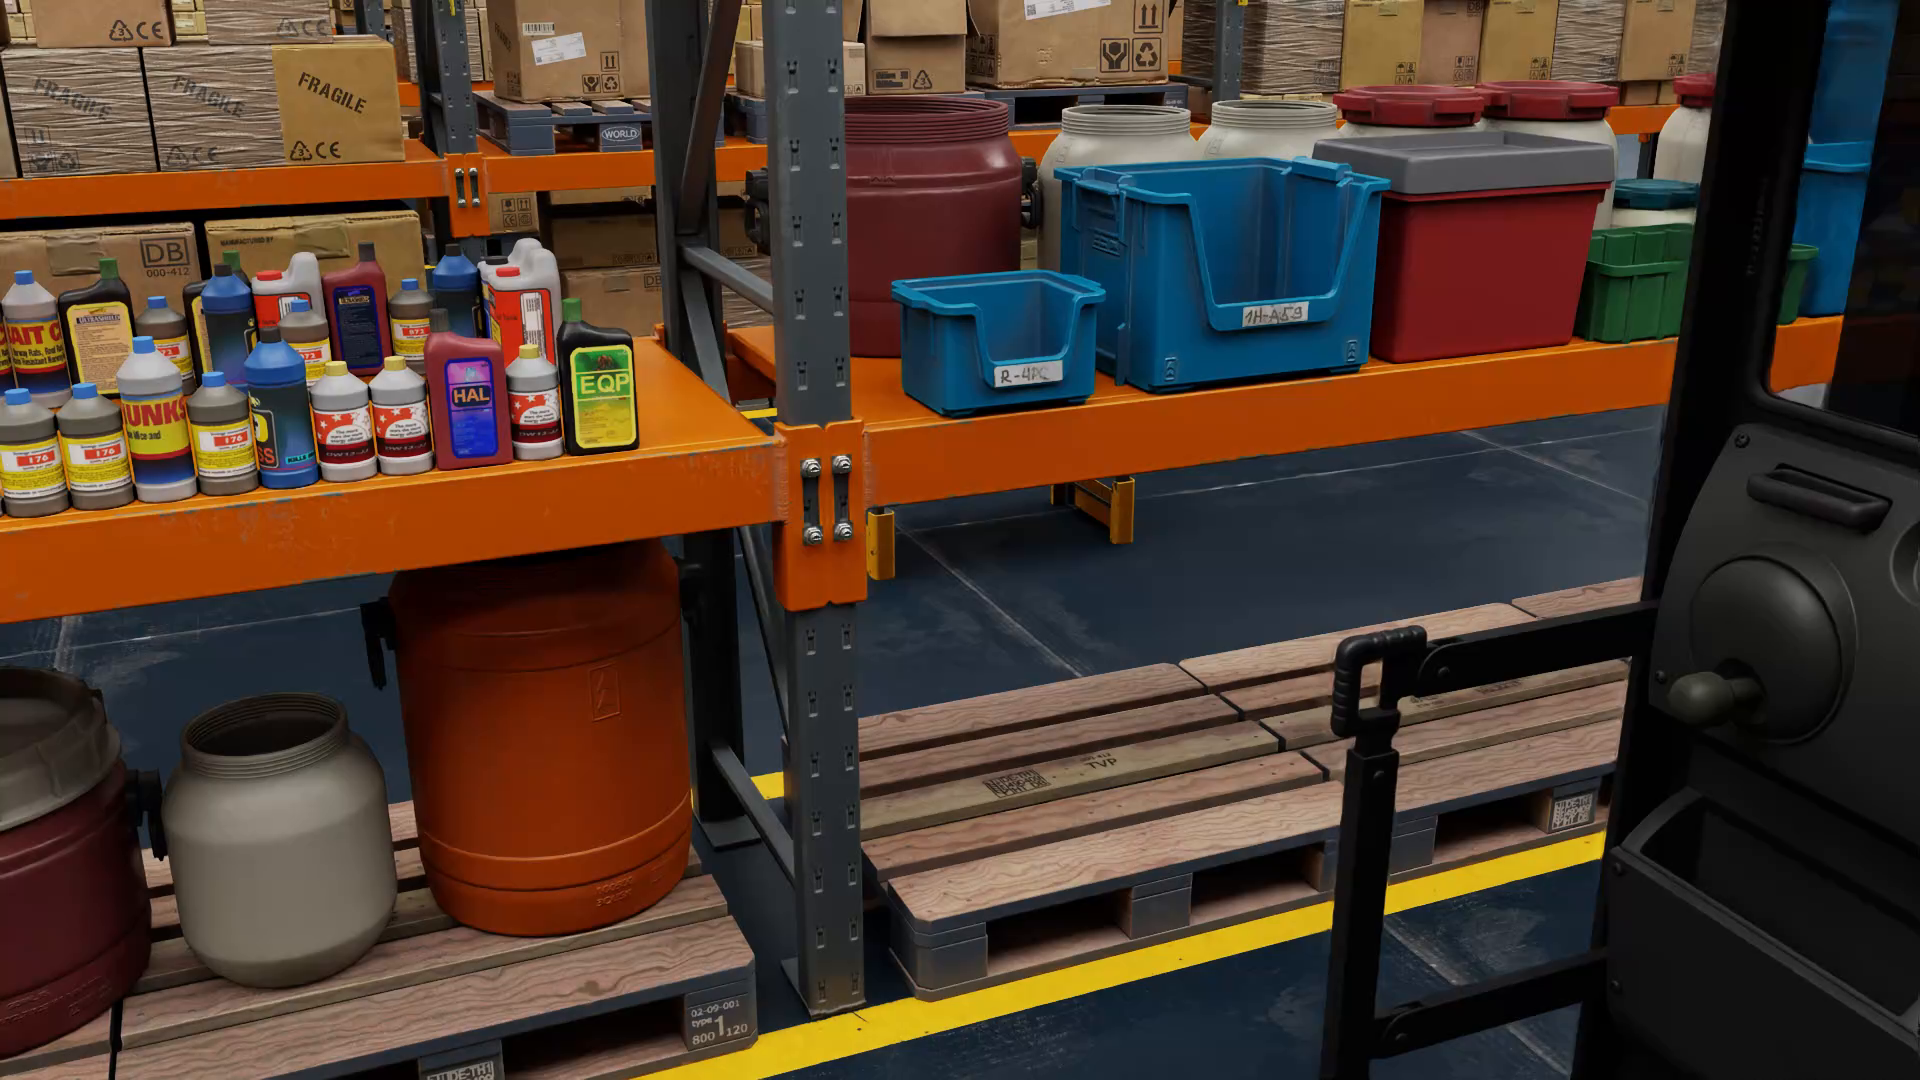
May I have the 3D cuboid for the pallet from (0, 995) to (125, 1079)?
[{"bbox_3d":[-2.286,1.051,3.218,1.213,0.211,1.003,-8,21,-22],"label":"pallet"}]

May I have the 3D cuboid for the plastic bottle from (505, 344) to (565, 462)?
[{"bbox_3d":[-0.775,-0.253,3.023,0.097,0.201,0.097,0,19,0],"label":"plastic bottle"}]

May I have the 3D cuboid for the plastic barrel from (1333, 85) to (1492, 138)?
[{"bbox_3d":[1.177,-0.917,4.407,0.433,0.535,0.433,0,19,0],"label":"plastic barrel"}]

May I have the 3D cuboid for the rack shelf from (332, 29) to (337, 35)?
[{"bbox_3d":[-6.480,-6.509,21.575,4.000,0.370,1.077,-8,21,-22],"label":"rack shelf"}]

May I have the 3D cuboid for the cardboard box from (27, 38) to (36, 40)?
[{"bbox_3d":[-5.993,-3.246,10.971,0.250,0.149,0.380,-9,21,-24],"label":"cardboard box"}]

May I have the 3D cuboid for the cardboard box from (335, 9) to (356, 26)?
[{"bbox_3d":[-5.975,-5.138,16.343,0.250,0.149,0.380,-9,22,-25],"label":"cardboard box"}]

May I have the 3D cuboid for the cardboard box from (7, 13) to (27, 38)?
[{"bbox_3d":[-6.220,-3.355,10.833,0.250,0.149,0.380,-9,21,-23],"label":"cardboard box"}]

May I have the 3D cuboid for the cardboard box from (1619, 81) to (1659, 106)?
[{"bbox_3d":[4.069,-2.774,10.262,0.250,0.149,0.380,-8,21,-22],"label":"cardboard box"}]

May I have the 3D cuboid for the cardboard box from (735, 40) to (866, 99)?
[{"bbox_3d":[-0.792,-2.328,8.210,0.500,0.250,0.500,-9,21,-23],"label":"cardboard box"}]

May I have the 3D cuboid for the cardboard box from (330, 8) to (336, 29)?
[{"bbox_3d":[-7.812,-6.498,20.687,0.500,0.250,0.500,-8,21,-22],"label":"cardboard box"}]

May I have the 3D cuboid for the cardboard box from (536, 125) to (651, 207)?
[{"bbox_3d":[-2.897,-2.881,12.944,0.750,0.750,1.050,-8,21,-21],"label":"cardboard box"}]

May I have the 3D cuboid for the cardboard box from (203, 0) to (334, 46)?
[{"bbox_3d":[-3.099,-2.479,7.385,0.637,0.503,0.797,-7,21,-20],"label":"cardboard box"}]

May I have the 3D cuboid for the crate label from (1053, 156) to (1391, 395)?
[{"bbox_3d":[0.560,-0.604,3.669,0.616,0.435,0.502,-8,21,-22],"label":"crate label"}]

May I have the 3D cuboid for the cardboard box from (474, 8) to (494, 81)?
[{"bbox_3d":[-3.309,-3.667,12.271,0.500,0.500,0.500,-8,21,-22],"label":"cardboard box"}]

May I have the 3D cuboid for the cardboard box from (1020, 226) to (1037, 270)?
[{"bbox_3d":[0.233,-1.473,9.292,0.500,0.500,0.700,-8,21,-22],"label":"cardboard box"}]

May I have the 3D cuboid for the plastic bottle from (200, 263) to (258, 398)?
[{"bbox_3d":[-1.503,-0.434,3.432,0.097,0.271,0.097,0,19,0],"label":"plastic bottle"}]

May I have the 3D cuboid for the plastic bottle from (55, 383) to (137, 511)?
[{"bbox_3d":[-1.434,-0.159,2.755,0.097,0.201,0.097,0,19,0],"label":"plastic bottle"}]

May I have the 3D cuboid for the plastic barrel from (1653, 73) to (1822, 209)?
[{"bbox_3d":[2.248,-1.071,4.842,0.433,0.535,0.433,0,19,0],"label":"plastic barrel"}]

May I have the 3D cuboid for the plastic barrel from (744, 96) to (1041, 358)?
[{"bbox_3d":[-0.154,-0.757,3.951,0.708,0.536,0.600,-8,21,-22],"label":"plastic barrel"}]

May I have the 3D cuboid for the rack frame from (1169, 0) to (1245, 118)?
[{"bbox_3d":[1.251,-2.576,9.322,0.127,3.000,1.000,-8,21,-22],"label":"rack frame"}]

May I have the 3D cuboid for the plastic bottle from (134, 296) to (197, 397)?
[{"bbox_3d":[-1.650,-0.402,3.447,0.097,0.201,0.097,0,19,0],"label":"plastic bottle"}]

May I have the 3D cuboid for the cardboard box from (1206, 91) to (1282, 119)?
[{"bbox_3d":[1.568,-2.394,9.184,0.250,0.149,0.380,-8,21,-22],"label":"cardboard box"}]

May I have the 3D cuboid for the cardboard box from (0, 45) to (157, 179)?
[{"bbox_3d":[-3.712,-1.824,7.034,0.500,0.500,0.500,-9,21,-24],"label":"cardboard box"}]

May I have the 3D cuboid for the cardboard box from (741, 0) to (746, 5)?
[{"bbox_3d":[-2.010,-4.419,12.900,0.500,0.500,0.700,-8,21,-21],"label":"cardboard box"}]

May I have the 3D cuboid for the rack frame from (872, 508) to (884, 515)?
[{"bbox_3d":[-0.388,-0.652,6.115,0.032,1.500,0.500,-8,21,-22],"label":"rack frame"}]

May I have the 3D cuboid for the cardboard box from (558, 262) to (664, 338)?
[{"bbox_3d":[-1.814,-1.173,8.437,0.500,0.500,0.700,-9,21,-25],"label":"cardboard box"}]

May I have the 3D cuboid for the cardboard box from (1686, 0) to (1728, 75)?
[{"bbox_3d":[4.408,-3.226,10.569,0.500,0.500,0.875,-8,21,-22],"label":"cardboard box"}]

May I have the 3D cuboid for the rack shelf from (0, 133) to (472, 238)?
[{"bbox_3d":[-4.258,-1.448,7.200,4.000,0.370,1.077,-8,21,-22],"label":"rack shelf"}]

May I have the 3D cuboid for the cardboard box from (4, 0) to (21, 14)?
[{"bbox_3d":[-6.236,-3.492,10.773,0.250,0.149,0.380,-7,21,-20],"label":"cardboard box"}]

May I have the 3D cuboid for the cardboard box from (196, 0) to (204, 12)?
[{"bbox_3d":[-5.034,-3.665,11.264,0.250,0.149,0.380,-7,21,-20],"label":"cardboard box"}]

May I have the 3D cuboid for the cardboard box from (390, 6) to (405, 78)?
[{"bbox_3d":[-3.986,-3.764,12.545,0.500,0.500,0.500,-8,21,-22],"label":"cardboard box"}]

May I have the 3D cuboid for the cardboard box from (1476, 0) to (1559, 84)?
[{"bbox_3d":[3.057,-3.009,9.952,0.500,0.500,0.875,-8,21,-22],"label":"cardboard box"}]

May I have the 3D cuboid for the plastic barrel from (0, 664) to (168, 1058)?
[{"bbox_3d":[-1.939,0.618,3.249,0.708,0.588,0.600,-8,21,-22],"label":"plastic barrel"}]

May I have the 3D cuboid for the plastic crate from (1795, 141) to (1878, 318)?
[{"bbox_3d":[2.323,-0.818,4.353,0.575,0.384,0.392,-8,21,-22],"label":"plastic crate"}]

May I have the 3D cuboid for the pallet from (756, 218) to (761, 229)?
[{"bbox_3d":[-1.299,-2.662,13.765,1.213,0.211,1.003,-8,21,-22],"label":"pallet"}]

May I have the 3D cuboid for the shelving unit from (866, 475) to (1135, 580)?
[{"bbox_3d":[0.070,-0.717,6.301,1.083,1.500,0.587,-8,21,-22],"label":"shelving unit"}]

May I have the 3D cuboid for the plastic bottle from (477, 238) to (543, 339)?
[{"bbox_3d":[-0.985,-0.523,3.677,0.135,0.276,0.152,-8,21,-22],"label":"plastic bottle"}]

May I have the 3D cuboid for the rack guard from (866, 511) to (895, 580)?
[{"bbox_3d":[-0.387,-0.062,6.323,0.087,0.250,0.587,-8,21,-22],"label":"rack guard"}]

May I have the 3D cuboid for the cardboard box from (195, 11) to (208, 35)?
[{"bbox_3d":[-5.052,-3.521,11.303,0.250,0.149,0.380,-8,21,-21],"label":"cardboard box"}]

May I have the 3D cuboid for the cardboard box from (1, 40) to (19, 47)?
[{"bbox_3d":[-4.377,-1.914,7.291,0.500,0.500,0.500,-8,21,-22],"label":"cardboard box"}]

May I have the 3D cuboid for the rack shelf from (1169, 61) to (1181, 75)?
[{"bbox_3d":[1.216,-4.026,14.522,4.000,0.370,1.077,-8,21,-22],"label":"rack shelf"}]

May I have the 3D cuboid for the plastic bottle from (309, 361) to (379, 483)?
[{"bbox_3d":[-1.077,-0.210,2.900,0.097,0.201,0.097,0,19,0],"label":"plastic bottle"}]

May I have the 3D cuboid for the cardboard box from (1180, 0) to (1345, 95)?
[{"bbox_3d":[1.689,-2.804,9.371,0.500,0.500,0.875,-8,21,-22],"label":"cardboard box"}]

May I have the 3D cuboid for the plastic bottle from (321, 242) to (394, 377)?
[{"bbox_3d":[-1.305,-0.497,3.592,0.133,0.283,0.061,-8,21,-22],"label":"plastic bottle"}]

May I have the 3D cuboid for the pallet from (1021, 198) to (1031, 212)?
[{"bbox_3d":[0.109,-2.863,14.335,1.213,0.211,1.003,-8,21,-22],"label":"pallet"}]

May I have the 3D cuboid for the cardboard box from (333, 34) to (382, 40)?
[{"bbox_3d":[-2.976,-2.116,7.865,0.500,0.500,0.500,-7,21,-20],"label":"cardboard box"}]

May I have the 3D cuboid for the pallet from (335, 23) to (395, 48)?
[{"bbox_3d":[-5.735,-5.108,16.801,1.003,0.211,1.213,-8,21,-22],"label":"pallet"}]

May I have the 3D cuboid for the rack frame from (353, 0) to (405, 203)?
[{"bbox_3d":[-4.293,-3.576,12.161,0.127,3.000,1.000,-8,21,-22],"label":"rack frame"}]

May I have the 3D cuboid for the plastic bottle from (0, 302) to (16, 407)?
[{"bbox_3d":[-1.951,-0.392,3.313,0.097,0.271,0.097,0,19,0],"label":"plastic bottle"}]

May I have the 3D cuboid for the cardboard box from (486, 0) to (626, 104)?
[{"bbox_3d":[-1.942,-2.378,7.978,0.500,0.500,0.500,-11,22,-29],"label":"cardboard box"}]

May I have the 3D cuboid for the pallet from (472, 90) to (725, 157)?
[{"bbox_3d":[-1.809,-2.086,8.218,1.003,0.211,1.213,-8,21,-22],"label":"pallet"}]

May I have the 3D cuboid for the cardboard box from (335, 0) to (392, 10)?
[{"bbox_3d":[-5.842,-5.446,16.242,0.500,0.500,0.500,-9,21,-23],"label":"cardboard box"}]

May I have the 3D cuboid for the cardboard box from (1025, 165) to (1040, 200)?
[{"bbox_3d":[0.811,-3.479,14.453,0.875,0.875,0.875,-8,21,-22],"label":"cardboard box"}]
